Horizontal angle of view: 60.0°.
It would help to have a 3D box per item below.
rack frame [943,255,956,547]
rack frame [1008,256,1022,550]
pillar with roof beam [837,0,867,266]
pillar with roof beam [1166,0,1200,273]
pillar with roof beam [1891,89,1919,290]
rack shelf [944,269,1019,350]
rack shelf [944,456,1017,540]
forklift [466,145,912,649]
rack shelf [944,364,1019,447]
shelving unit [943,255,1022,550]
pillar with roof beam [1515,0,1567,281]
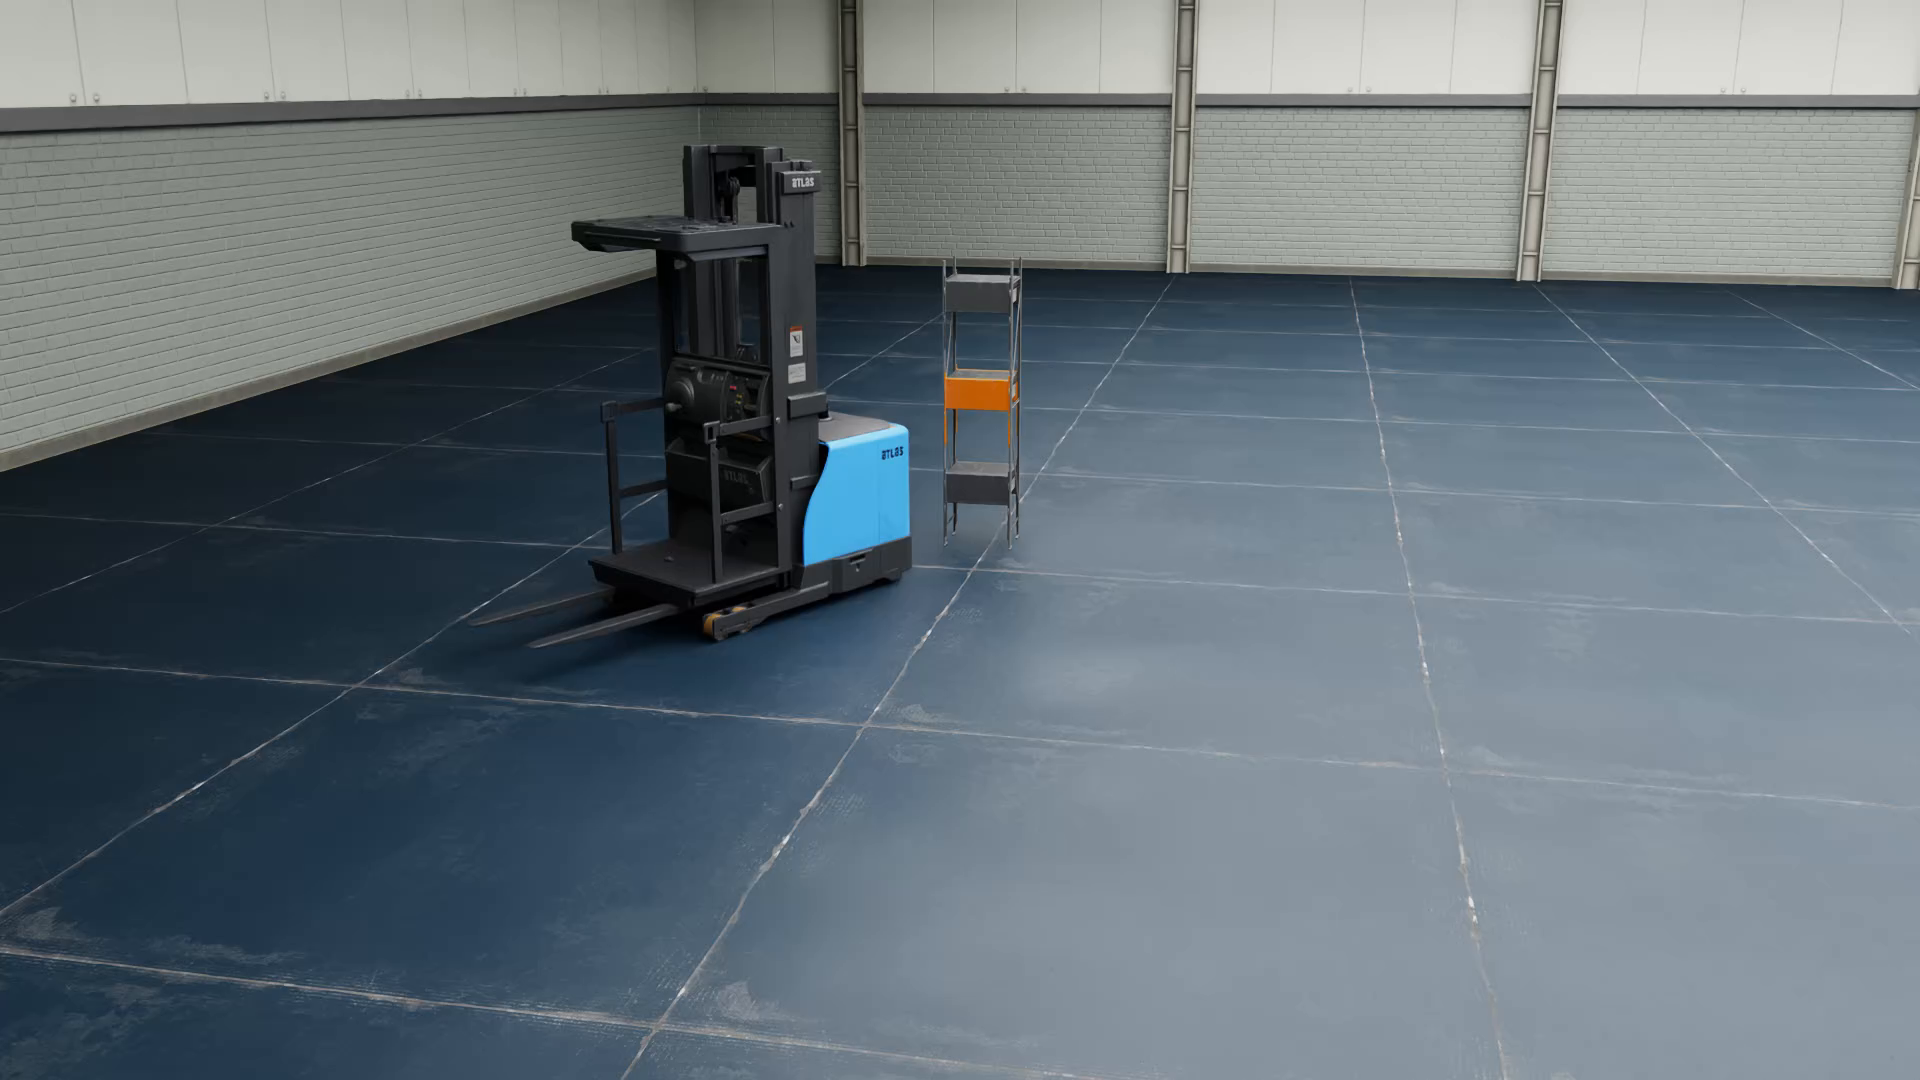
[{"bbox_3d":[-0.077,-1.016,12.227,0.015,2.100,0.400,3,16,11],"label":"rack frame"},{"bbox_3d":[0.401,-0.990,12.133,0.015,2.100,0.400,3,16,11],"label":"rack frame"},{"bbox_3d":[-2.824,-8.338,25.737,0.400,9.000,9.100,3,16,11],"label":"pillar with roof beam"},{"bbox_3d":[3.056,-8.019,24.585,0.400,9.000,9.100,3,16,11],"label":"pillar with roof beam"},{"bbox_3d":[14.815,-7.381,22.280,0.400,9.000,9.100,3,16,11],"label":"pillar with roof beam"},{"bbox_3d":[0.162,-1.665,11.997,0.480,0.518,0.431,3,16,11],"label":"rack shelf"},{"bbox_3d":[0.162,-0.315,12.370,0.480,0.518,0.431,3,16,11],"label":"rack shelf"},{"bbox_3d":[-1.685,-0.945,10.412,1.130,2.935,3.031,13,20,39],"label":"forklift"},{"bbox_3d":[0.162,-0.990,12.184,0.480,0.518,0.431,3,16,11],"label":"rack shelf"},{"bbox_3d":[0.162,-1.003,12.180,0.503,2.100,0.431,3,16,11],"label":"shelving unit"},{"bbox_3d":[8.936,-7.700,23.432,0.400,9.000,9.100,3,16,11],"label":"pillar with roof beam"}]
